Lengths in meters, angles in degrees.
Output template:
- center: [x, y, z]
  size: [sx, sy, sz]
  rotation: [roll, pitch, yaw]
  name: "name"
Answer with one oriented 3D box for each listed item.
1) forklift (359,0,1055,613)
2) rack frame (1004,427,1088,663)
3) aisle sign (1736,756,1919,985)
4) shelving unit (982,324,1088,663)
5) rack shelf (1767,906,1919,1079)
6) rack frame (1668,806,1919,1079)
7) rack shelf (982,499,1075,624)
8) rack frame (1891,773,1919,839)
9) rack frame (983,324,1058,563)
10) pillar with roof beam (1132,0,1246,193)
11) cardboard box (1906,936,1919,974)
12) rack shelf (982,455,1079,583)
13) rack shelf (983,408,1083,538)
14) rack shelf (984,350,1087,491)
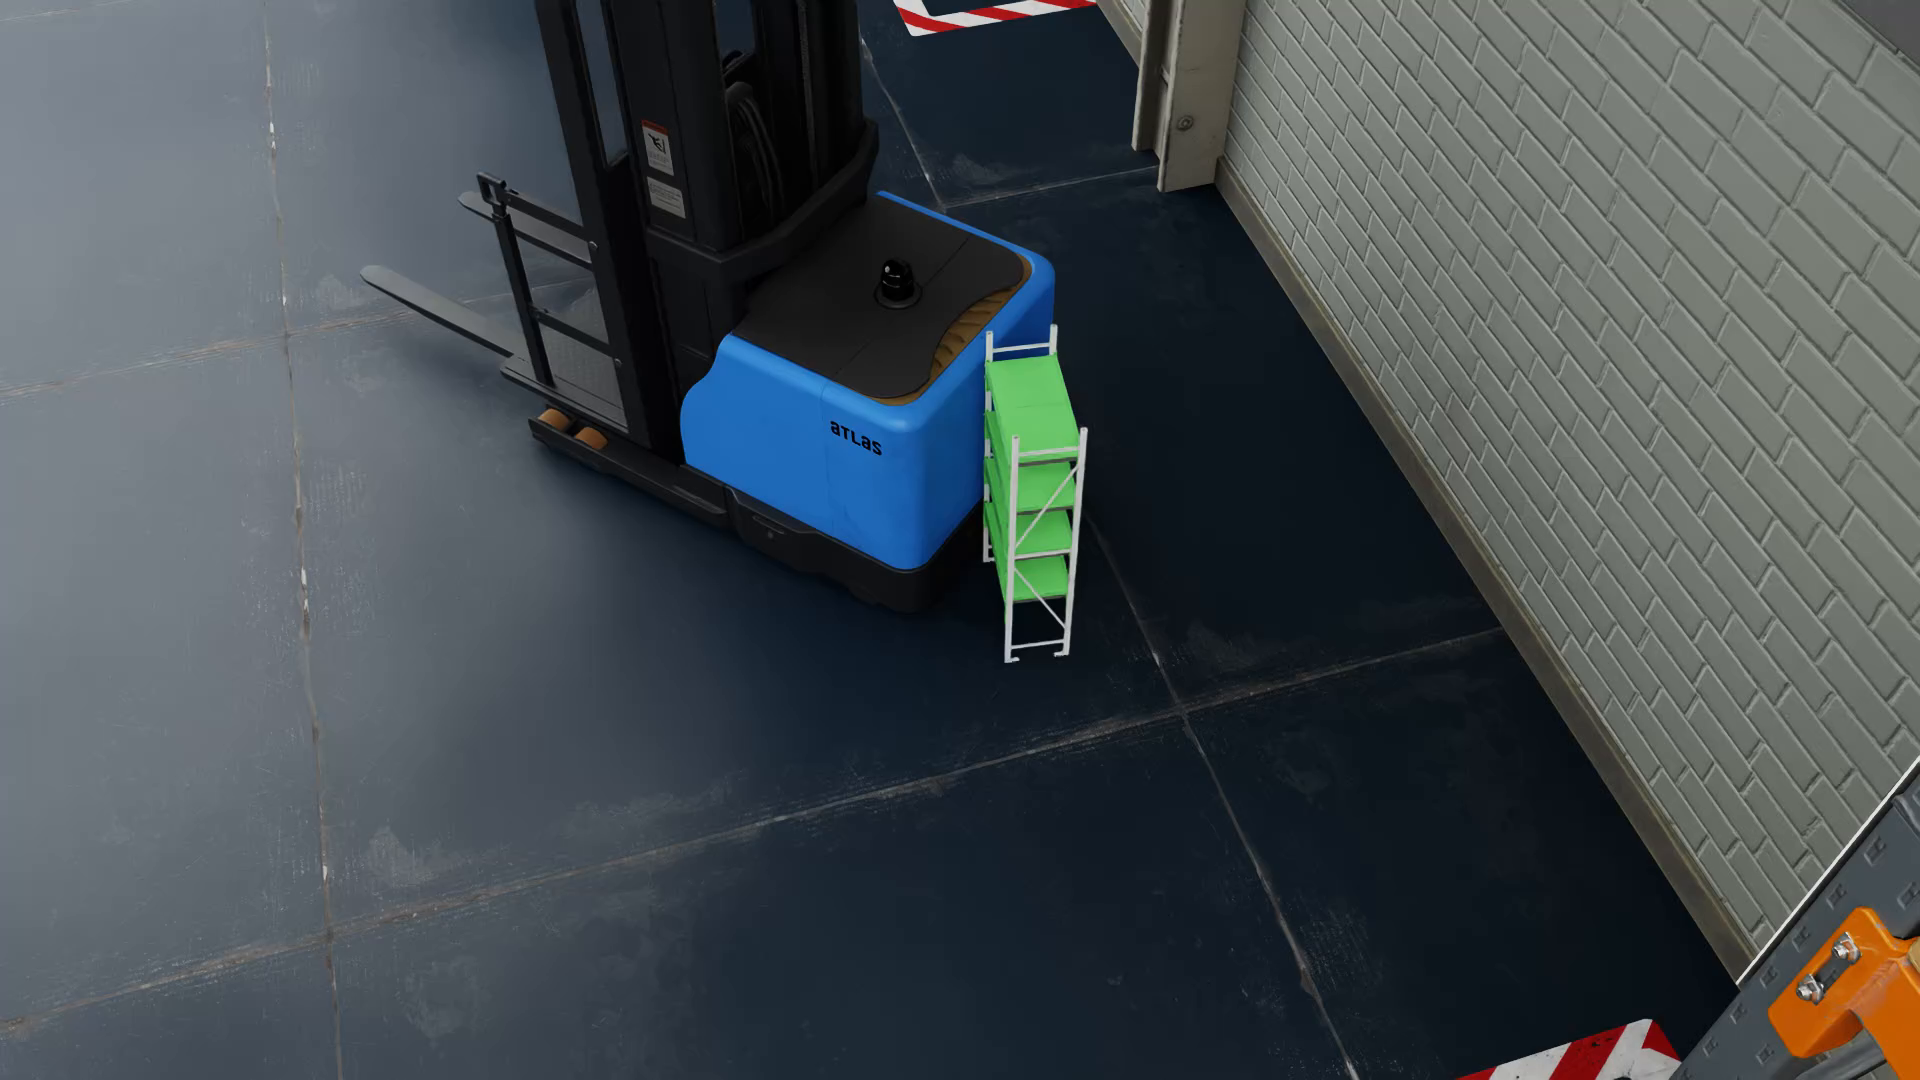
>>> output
- center: [-1.158, -1.554, 5.933]
  size: [3.031, 2.935, 1.130]
  rotation: [26, 55, 20]
  name: "forklift"
- center: [0.284, 0.050, 5.713]
  size: [0.240, 1.200, 0.015]
  rotation: [-7, 50, -6]
  name: "rack frame"
- center: [1.481, 0.441, 2.506]
  size: [0.394, 0.787, 0.004]
  rotation: [-13, 51, -11]
  name: "aisle sign"
- center: [0.246, -0.135, 5.868]
  size: [0.258, 1.200, 0.503]
  rotation: [-7, 50, -6]
  name: "shelving unit"
- center: [2.380, 1.989, 1.409]
  size: [1.077, 0.370, 4.000]
  rotation: [-13, 51, -11]
  name: "rack shelf"
- center: [1.789, 1.264, 3.512]
  size: [1.000, 3.000, 0.127]
  rotation: [-13, 51, -11]
  name: "rack frame"
- center: [0.246, 0.061, 6.101]
  size: [0.258, 0.148, 0.480]
  rotation: [-7, 50, -6]
  name: "rack shelf"
- center: [1.789, -0.670, 1.219]
  size: [1.000, 3.000, 0.127]
  rotation: [-13, 51, -11]
  name: "rack frame"
- center: [0.208, -0.319, 6.024]
  size: [0.240, 1.200, 0.015]
  rotation: [-7, 50, -6]
  name: "rack frame"
- center: [-3.065, -3.763, 3.826]
  size: [9.100, 9.000, 0.400]
  rotation: [-13, 51, -11]
  name: "pillar with roof beam"
- center: [1.649, 0.559, 2.066]
  size: [0.500, 0.500, 0.500]
  rotation: [-12, 51, -10]
  name: "cardboard box"
- center: [0.246, -0.093, 5.917]
  size: [0.258, 0.148, 0.480]
  rotation: [-7, 50, -6]
  name: "rack shelf"
- center: [0.246, -0.248, 5.734]
  size: [0.258, 0.148, 0.480]
  rotation: [-7, 50, -6]
  name: "rack shelf"
- center: [0.246, -0.403, 5.550]
  size: [0.258, 0.148, 0.480]
  rotation: [-7, 50, -6]
  name: "rack shelf"
